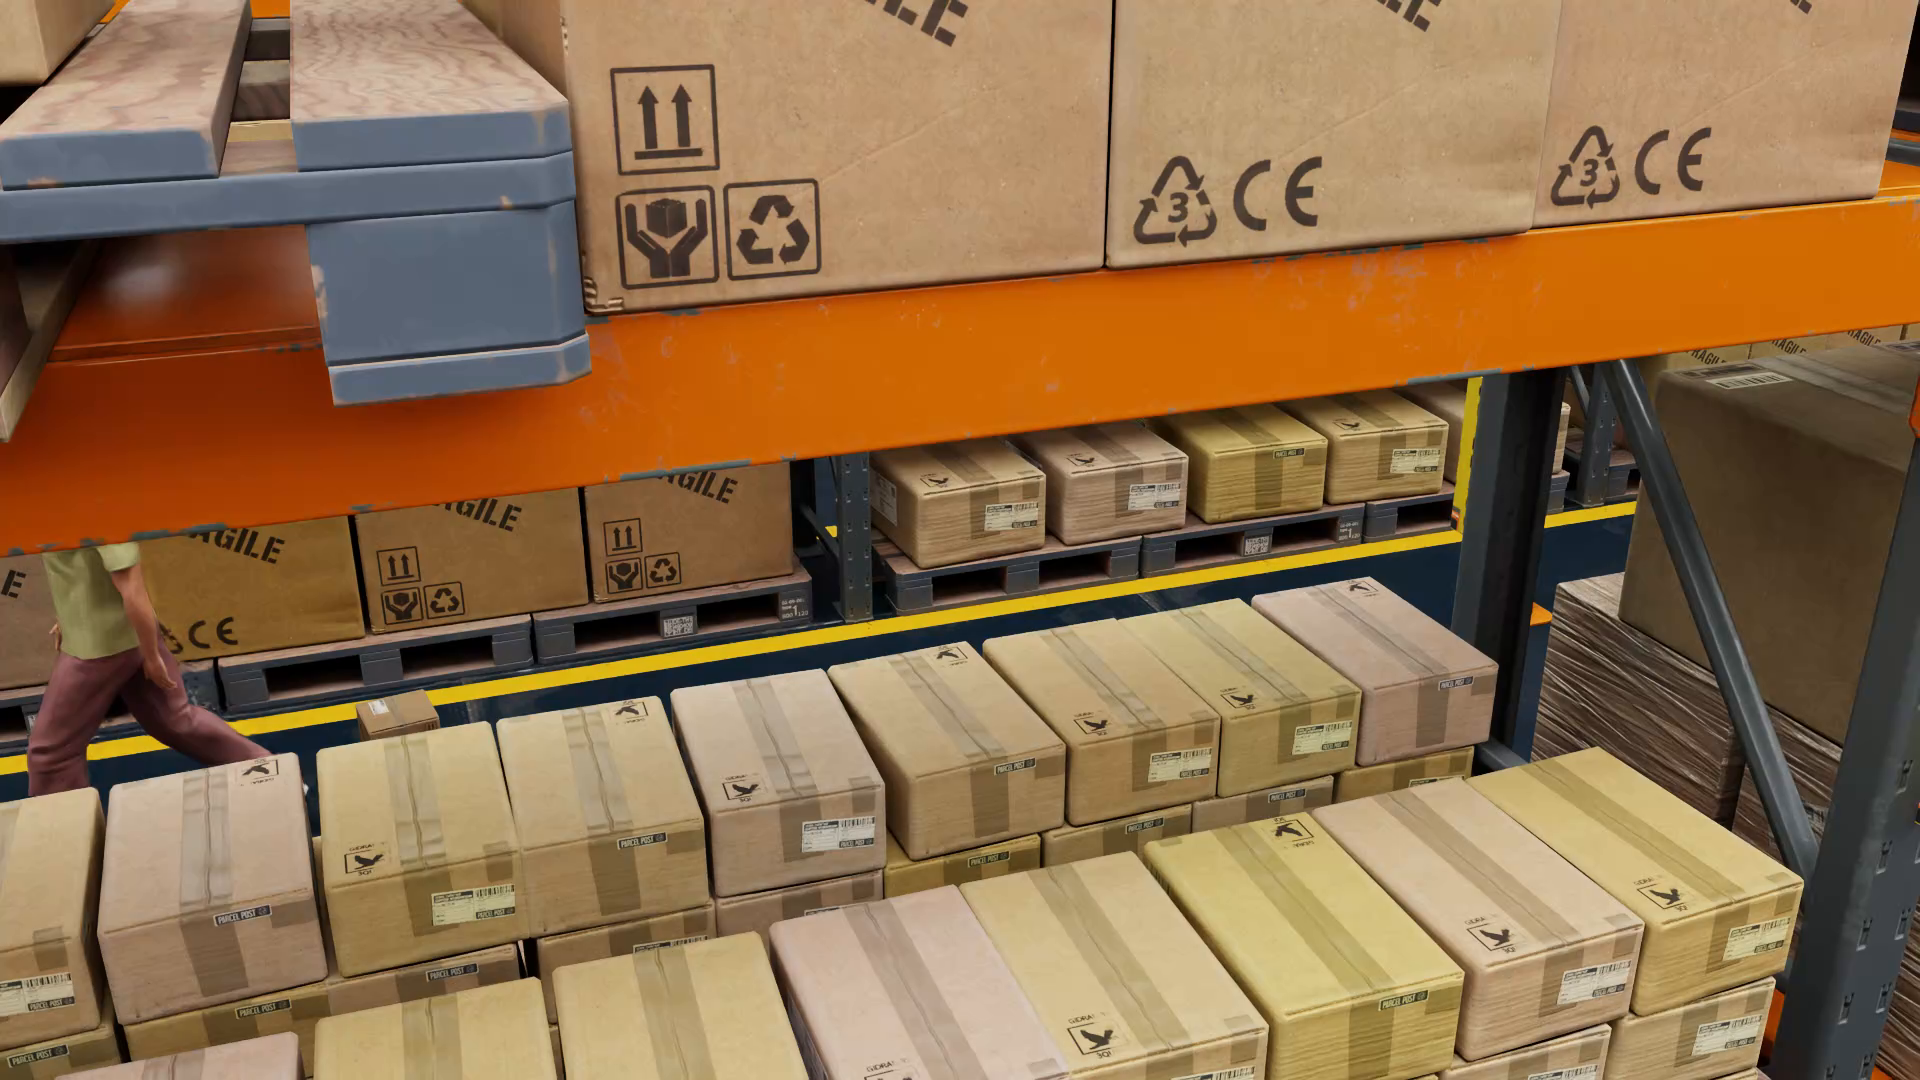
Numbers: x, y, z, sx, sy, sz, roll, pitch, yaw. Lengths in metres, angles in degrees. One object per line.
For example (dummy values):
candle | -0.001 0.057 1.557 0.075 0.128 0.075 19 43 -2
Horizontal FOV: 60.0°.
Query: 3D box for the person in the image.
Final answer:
person | -2.734 0.311 5.353 1.003 1.623 0.446 -7 24 -16
